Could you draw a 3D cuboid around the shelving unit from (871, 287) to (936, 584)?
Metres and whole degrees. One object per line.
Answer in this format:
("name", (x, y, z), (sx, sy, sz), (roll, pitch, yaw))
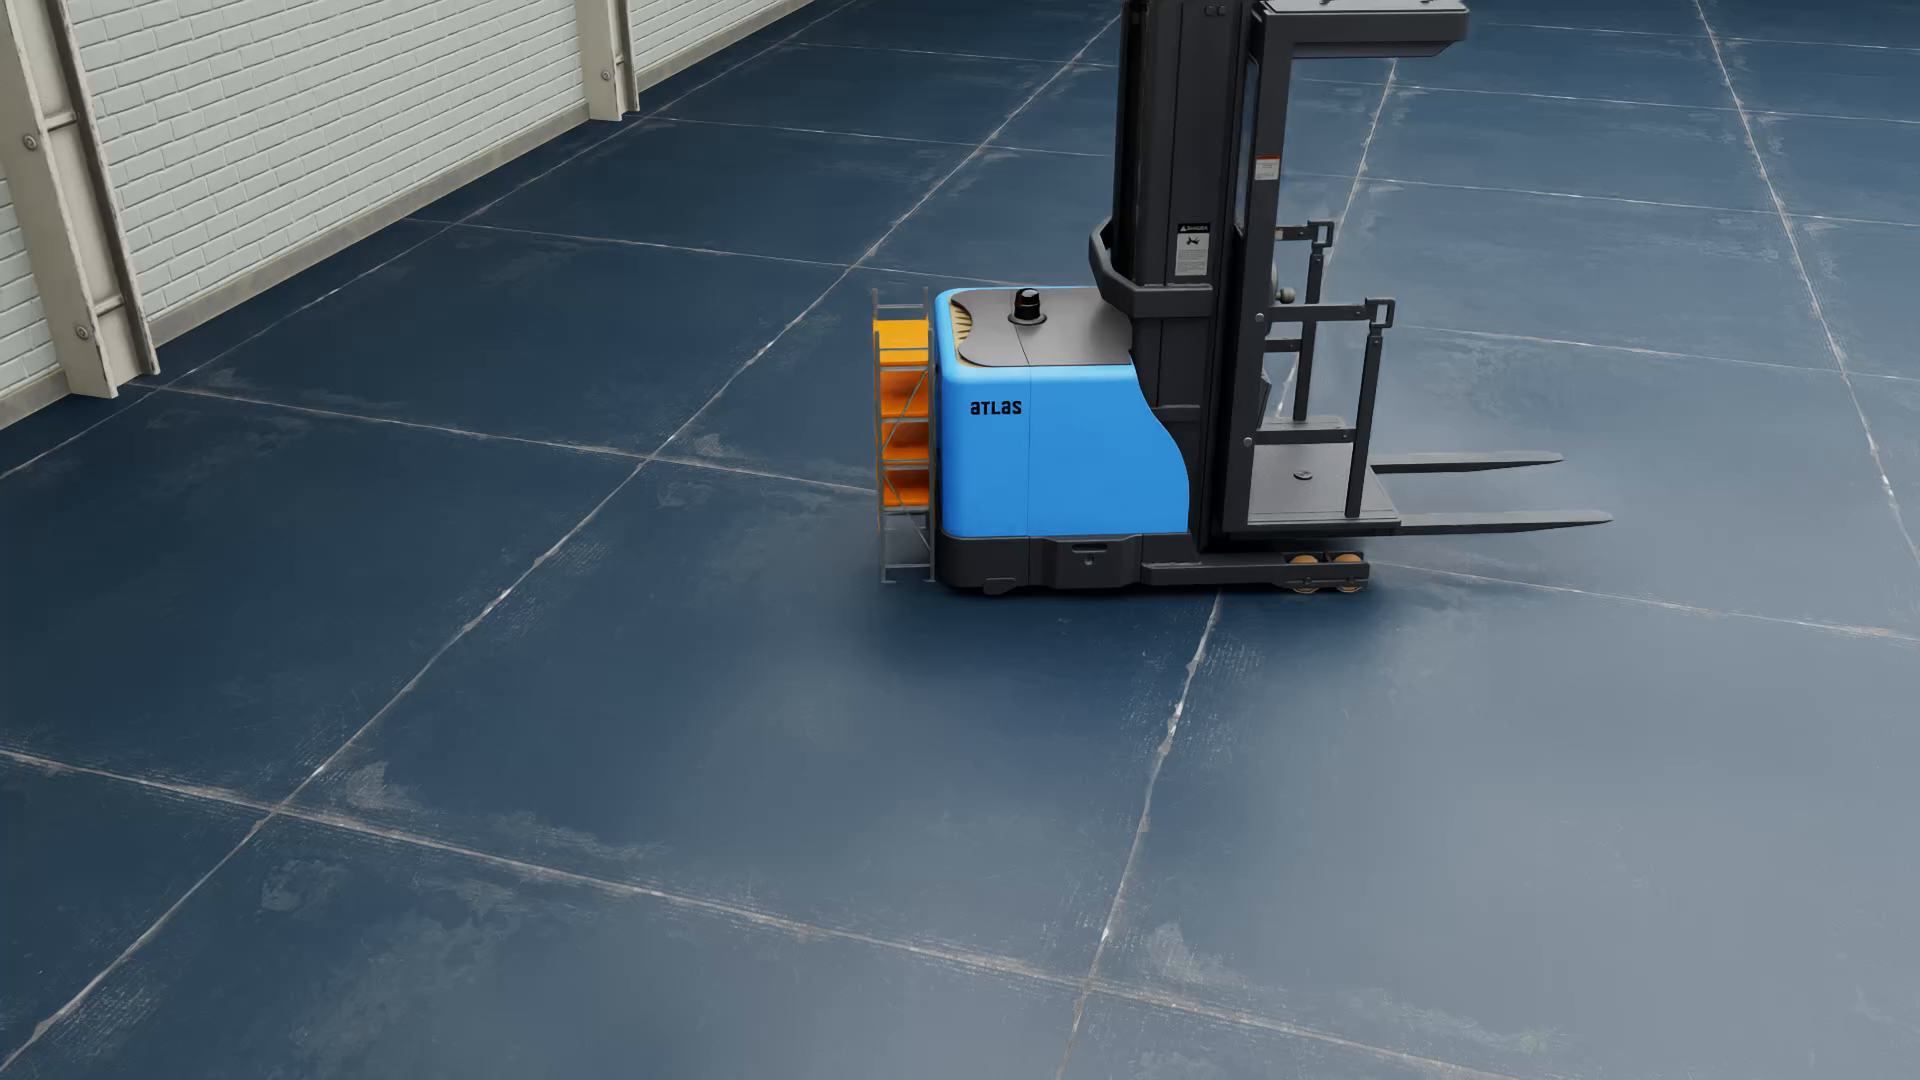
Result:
("shelving unit", (-0.246, -0.455, 7.334), (0.258, 1.200, 0.503), (-2, 29, -3))

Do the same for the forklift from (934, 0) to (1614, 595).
("forklift", (1.405, -1.301, 7.074), (3.031, 2.935, 1.130), (-1, 29, -3))

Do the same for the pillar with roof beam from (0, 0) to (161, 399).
("pillar with roof beam", (-0.639, -4.209, 6.059), (9.100, 9.000, 0.400), (8, 30, 15))

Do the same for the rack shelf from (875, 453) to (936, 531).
("rack shelf", (-0.246, -0.223, 7.463), (0.258, 0.148, 0.480), (-2, 29, -3))

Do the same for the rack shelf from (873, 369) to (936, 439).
("rack shelf", (-0.246, -0.592, 7.258), (0.258, 0.148, 0.480), (-2, 29, -3))

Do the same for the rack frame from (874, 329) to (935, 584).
("rack frame", (-0.232, -0.337, 7.121), (0.240, 1.200, 0.015), (-2, 29, -3))

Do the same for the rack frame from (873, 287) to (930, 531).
("rack frame", (-0.261, -0.574, 7.547), (0.240, 1.200, 0.015), (-2, 29, -3))

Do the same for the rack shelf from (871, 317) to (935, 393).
("rack shelf", (-0.246, -0.799, 7.143), (0.258, 0.148, 0.480), (-2, 29, -3))

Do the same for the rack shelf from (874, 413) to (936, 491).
("rack shelf", (-0.246, -0.397, 7.367), (0.258, 0.148, 0.480), (-2, 29, -3))

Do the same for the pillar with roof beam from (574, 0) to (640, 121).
("pillar with roof beam", (1.122, -6.997, 11.071), (9.100, 9.000, 0.400), (8, 30, 15))
